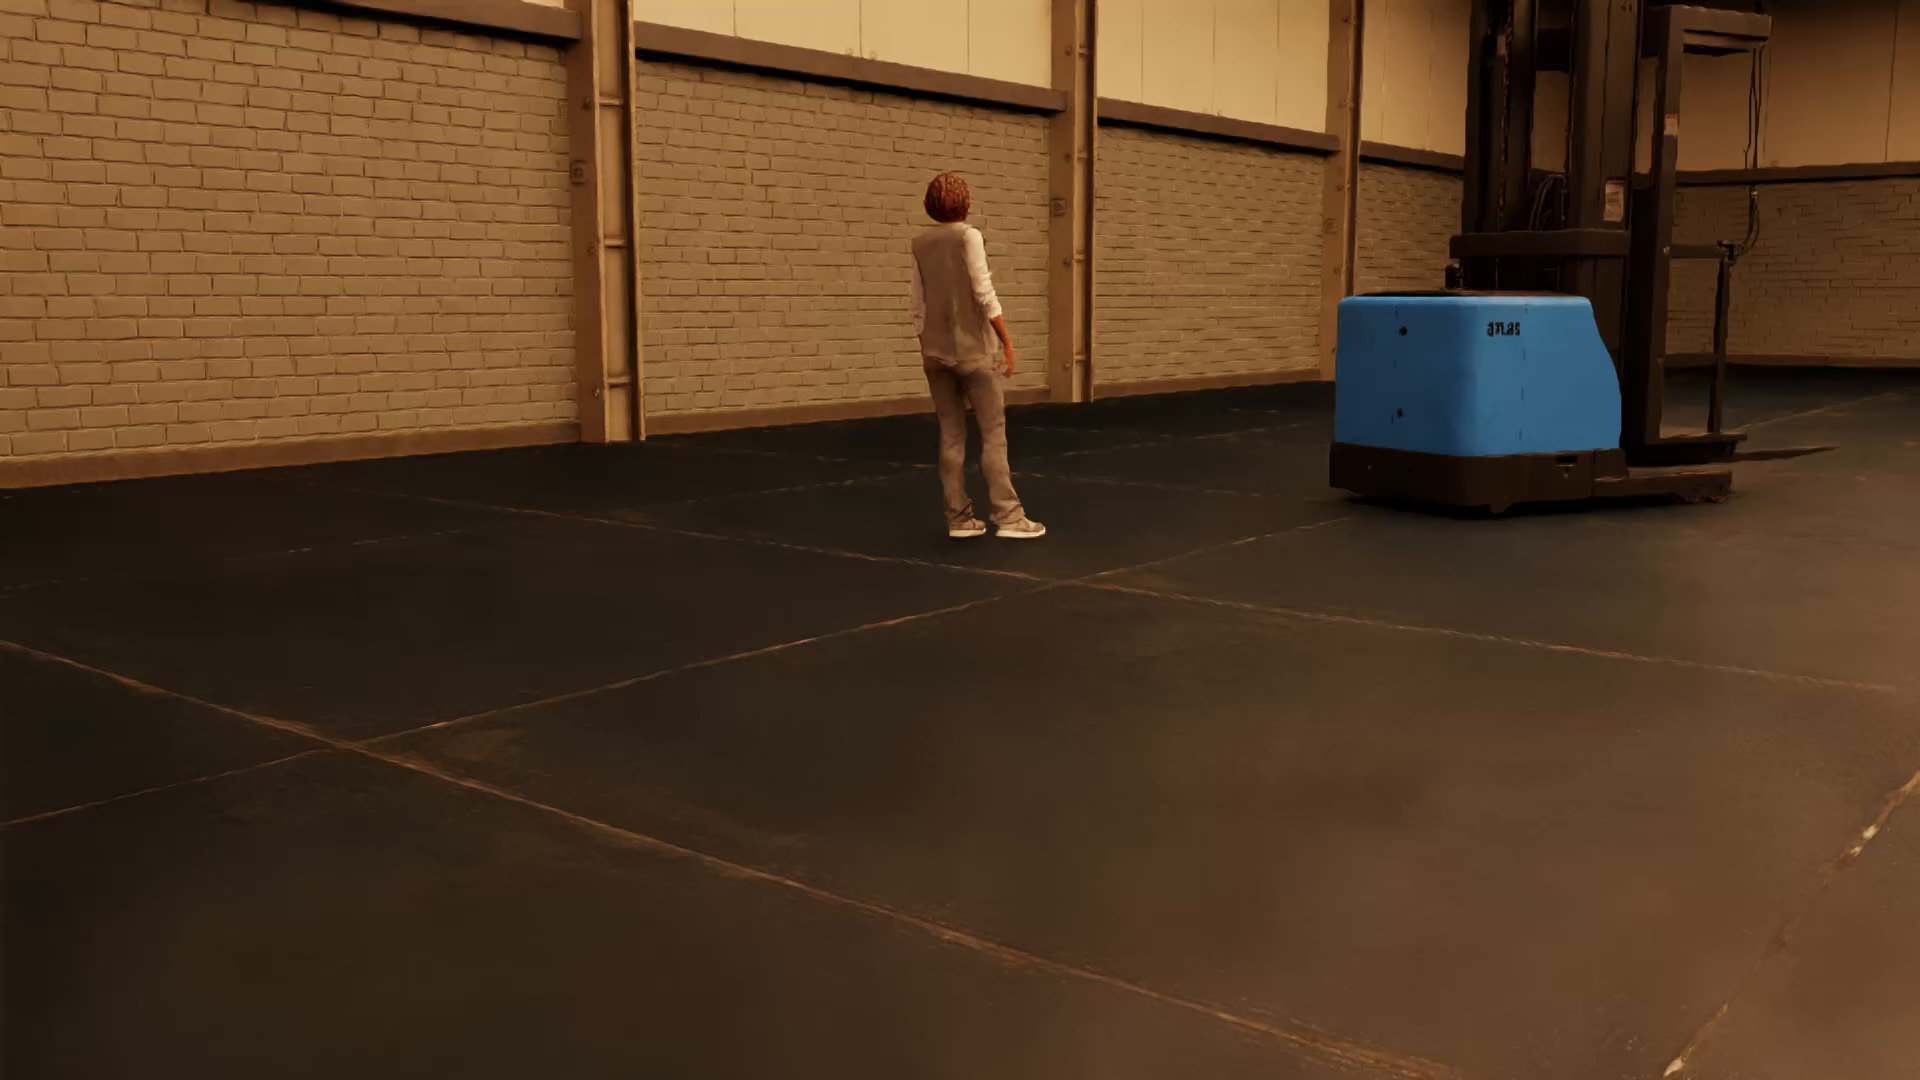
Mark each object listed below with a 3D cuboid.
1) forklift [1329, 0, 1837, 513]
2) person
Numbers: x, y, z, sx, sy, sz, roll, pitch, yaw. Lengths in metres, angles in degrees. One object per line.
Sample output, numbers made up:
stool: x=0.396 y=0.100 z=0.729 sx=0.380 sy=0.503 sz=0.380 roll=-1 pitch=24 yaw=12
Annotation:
forklift: x=3.520 y=-1.705 z=8.935 sx=3.031 sy=2.935 sz=1.130 roll=-4 pitch=9 yaw=-27
person: x=0.057 y=-0.804 z=7.337 sx=0.521 sy=1.597 sz=0.474 roll=7 pitch=11 yaw=38
